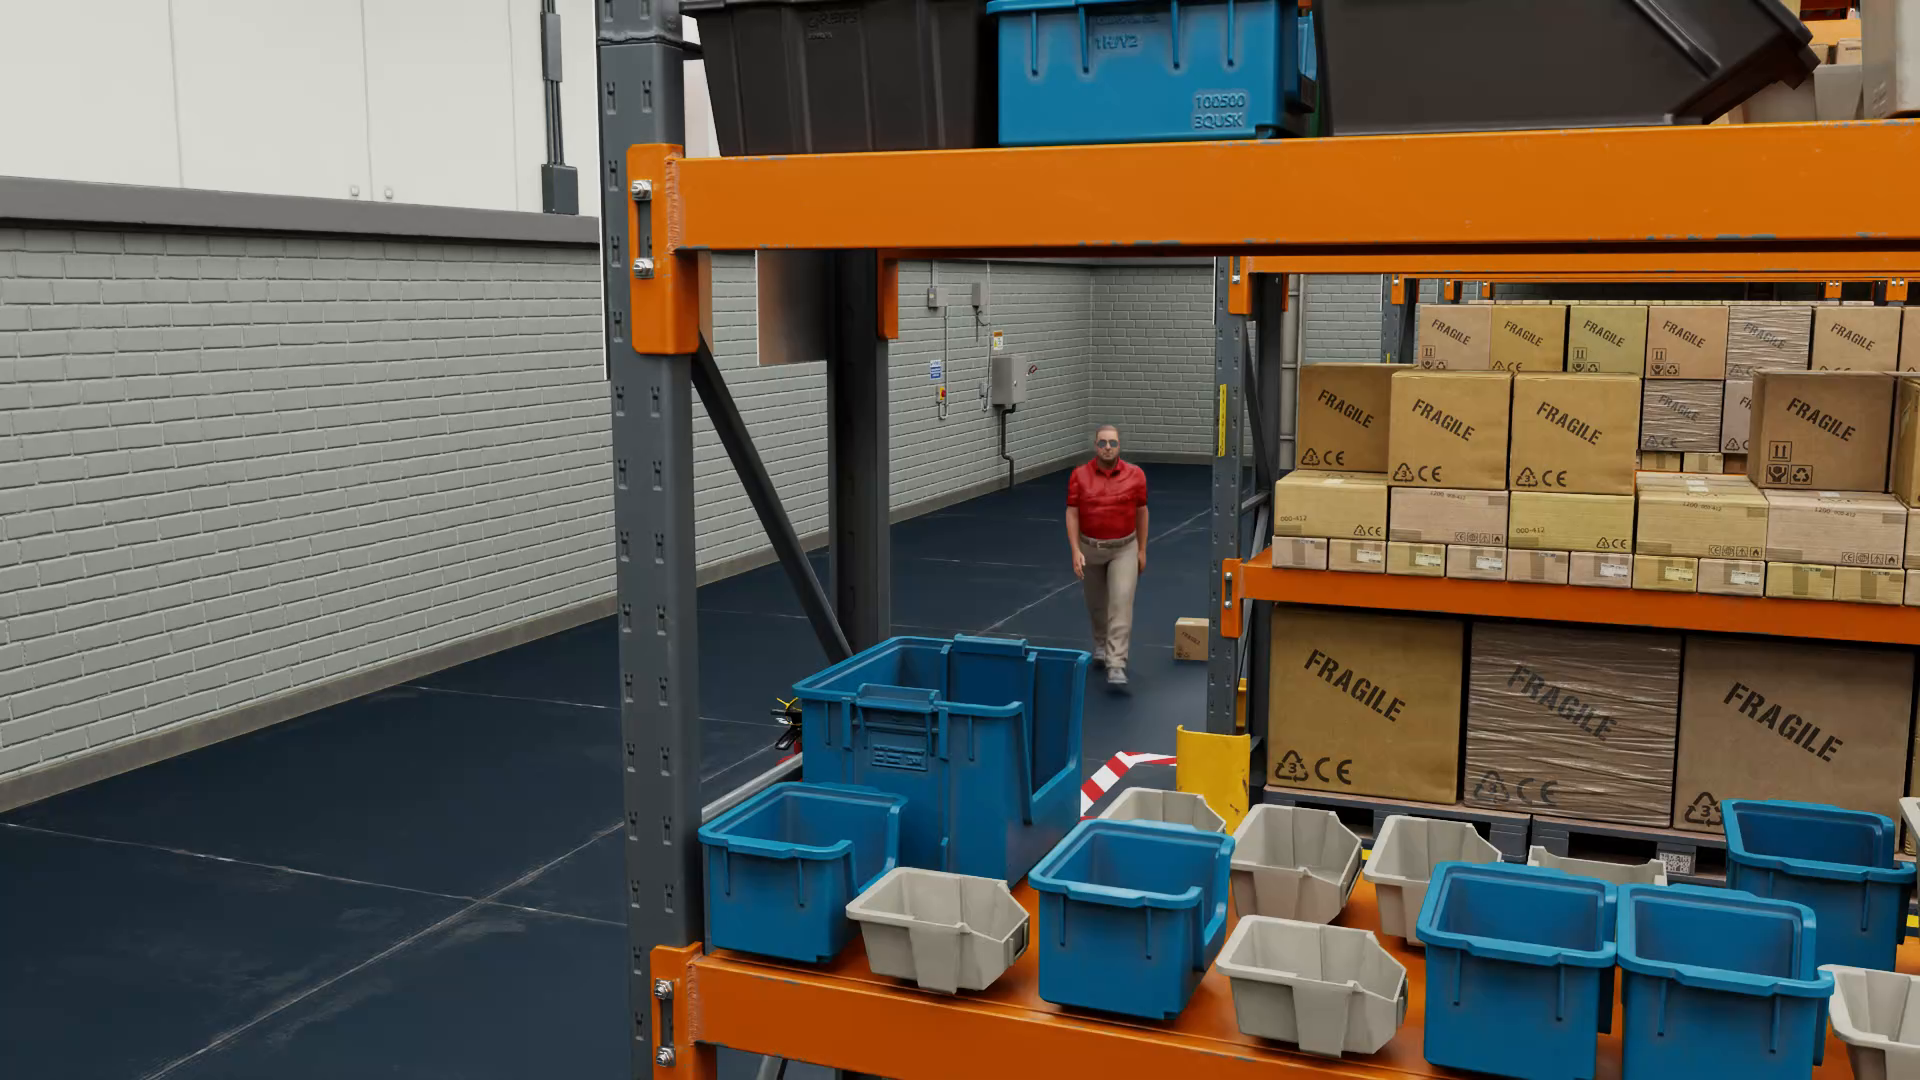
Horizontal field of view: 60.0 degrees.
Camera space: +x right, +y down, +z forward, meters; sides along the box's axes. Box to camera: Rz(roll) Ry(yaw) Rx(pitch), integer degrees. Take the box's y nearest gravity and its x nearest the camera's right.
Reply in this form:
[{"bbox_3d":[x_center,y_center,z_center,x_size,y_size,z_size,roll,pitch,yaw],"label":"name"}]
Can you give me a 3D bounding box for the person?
[{"bbox_3d":[0.957,0.075,10.936,0.534,1.659,1.088,2,9,11],"label":"person"}]
